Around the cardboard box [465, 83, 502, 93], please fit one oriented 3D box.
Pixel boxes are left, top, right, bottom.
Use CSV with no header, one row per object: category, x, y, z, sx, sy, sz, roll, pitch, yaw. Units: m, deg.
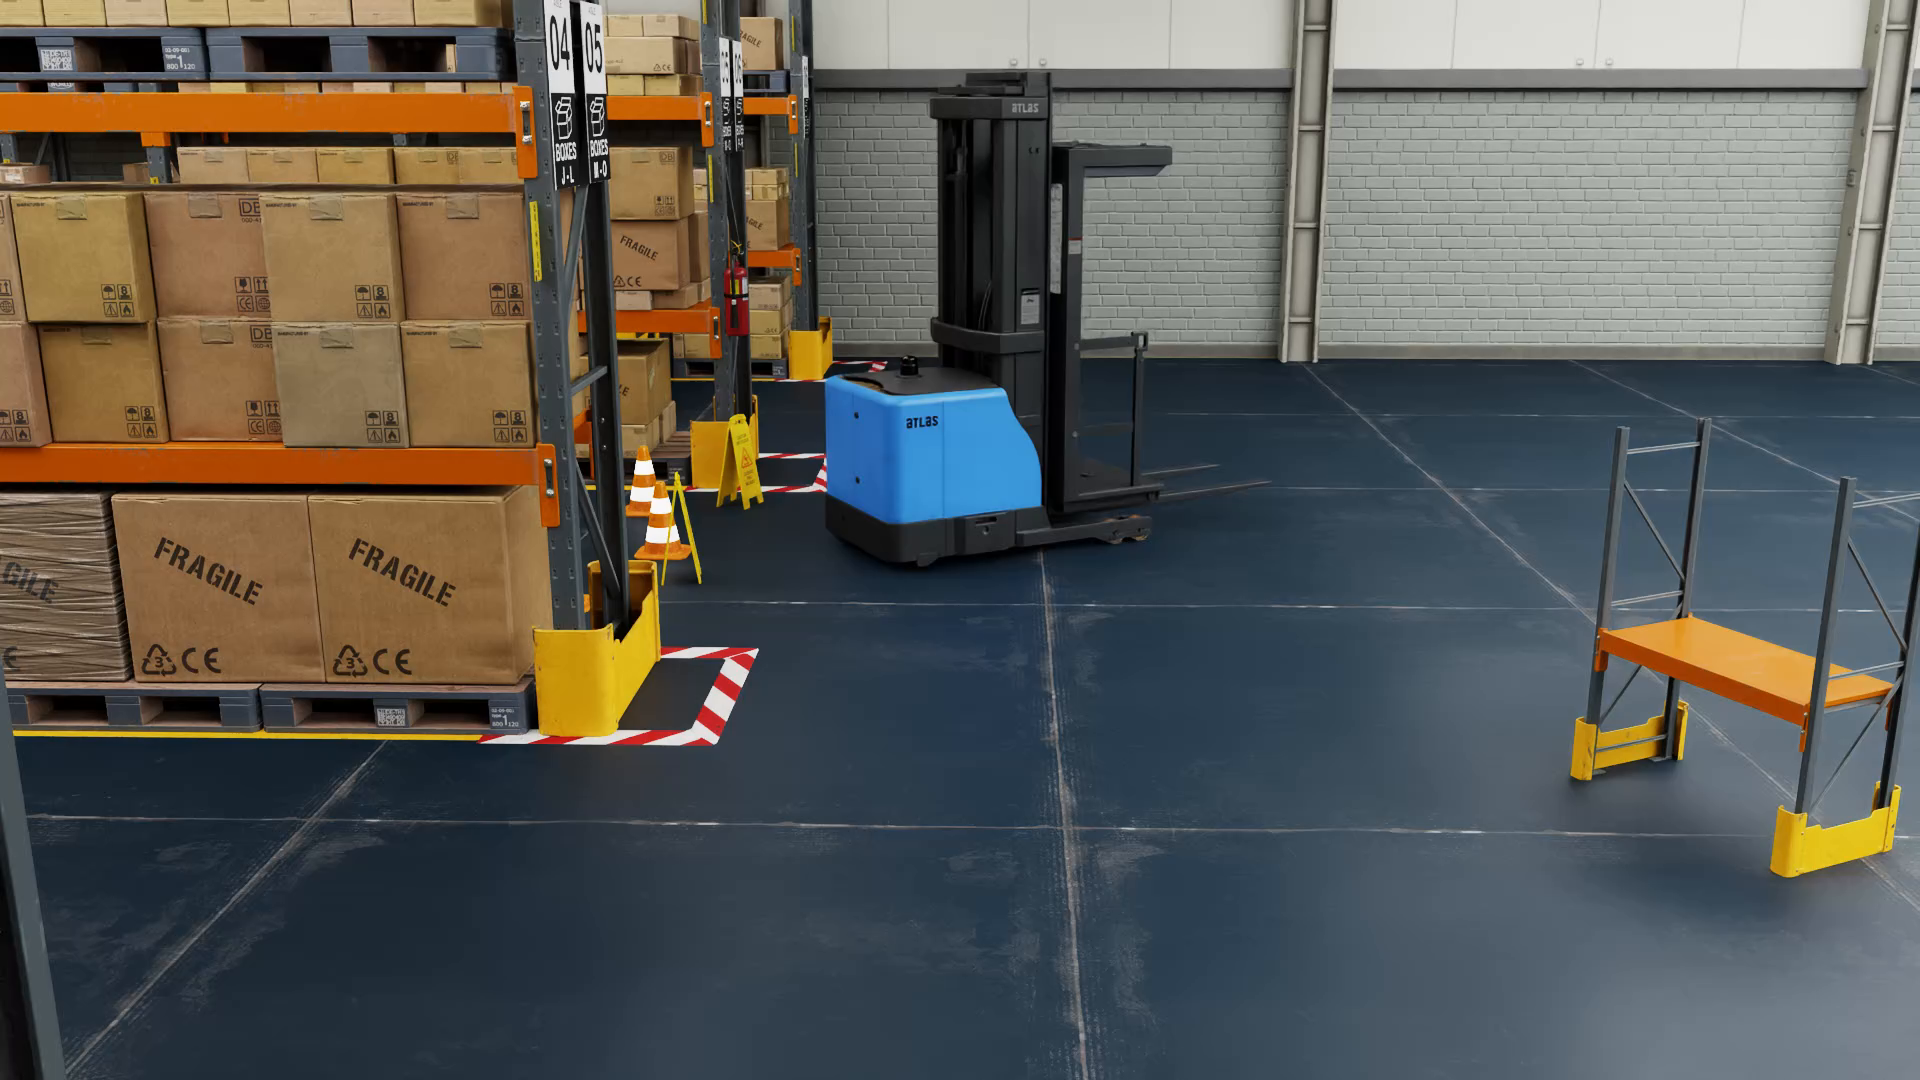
cardboard box,-3.365,-3.252,11.900,0.250,0.149,0.380,0,15,0

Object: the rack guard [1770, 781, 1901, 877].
rack guard,3.290,1.083,6.244,0.587,0.250,0.087,-7,16,-24

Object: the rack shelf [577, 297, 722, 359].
rack shelf,-3.721,-1.642,12.595,4.000,0.370,1.077,0,15,1

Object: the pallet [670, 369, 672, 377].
pallet,-3.581,-1.898,17.618,1.213,0.211,1.003,0,15,1

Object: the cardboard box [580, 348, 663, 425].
cardboard box,-2.530,-1.152,12.423,0.500,0.500,0.500,0,15,2

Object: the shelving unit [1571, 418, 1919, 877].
shelving unit,3.079,0.364,6.521,0.587,1.500,1.083,-7,16,-24

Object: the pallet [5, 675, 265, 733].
pallet,-3.765,0.640,7.999,1.213,0.211,1.003,0,15,1

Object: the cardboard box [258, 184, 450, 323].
cardboard box,-2.670,-1.301,7.481,0.550,0.550,0.875,0,15,1

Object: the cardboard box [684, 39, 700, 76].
cardboard box,-2.218,-3.570,12.322,0.500,0.250,0.500,0,15,0

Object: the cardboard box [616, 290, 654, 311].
cardboard box,-2.358,-1.777,12.187,0.250,0.149,0.380,0,15,1

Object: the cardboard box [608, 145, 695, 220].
cardboard box,-2.238,-2.600,12.077,0.500,0.500,0.700,0,15,0

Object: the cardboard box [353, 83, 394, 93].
cardboard box,-4.129,-3.237,11.840,0.250,0.149,0.380,0,15,0

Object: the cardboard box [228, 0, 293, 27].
cardboard box,-2.850,-2.215,6.950,0.250,0.149,0.380,1,15,2

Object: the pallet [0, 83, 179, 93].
pallet,-6.335,-3.394,12.312,1.003,0.211,1.213,0,15,1

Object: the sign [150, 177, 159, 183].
sign,-5.731,-2.421,11.868,0.005,0.325,0.100,0,15,1

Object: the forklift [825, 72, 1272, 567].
forklift,0.670,-1.499,10.778,3.031,2.935,1.130,-8,17,-27

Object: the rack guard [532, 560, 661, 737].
rack guard,-1.724,0.495,7.985,0.348,0.500,1.175,0,15,1

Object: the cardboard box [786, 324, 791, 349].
cardboard box,-2.085,-2.170,17.750,0.500,0.250,0.500,0,15,2

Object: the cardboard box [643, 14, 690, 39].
cardboard box,-2.068,-3.618,11.724,0.250,0.149,0.380,1,15,2

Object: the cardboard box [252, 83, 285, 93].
cardboard box,-4.905,-3.278,11.997,0.250,0.149,0.380,0,15,1

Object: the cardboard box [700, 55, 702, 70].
cardboard box,-2.435,-4.751,16.562,0.250,0.149,0.380,0,15,0

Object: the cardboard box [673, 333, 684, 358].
cardboard box,-3.074,-2.050,17.297,0.500,0.250,0.500,1,15,2

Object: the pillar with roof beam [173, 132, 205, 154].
pillar with roof beam,-8.380,-5.319,13.362,0.400,9.000,9.100,0,15,1

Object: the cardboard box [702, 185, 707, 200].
cardboard box,-2.467,-3.547,16.937,0.250,0.149,0.380,1,15,2

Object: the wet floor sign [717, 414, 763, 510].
wet floor sign,-1.560,-0.565,11.715,0.232,0.644,0.267,6,16,21

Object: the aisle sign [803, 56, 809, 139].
aisle sign,-1.541,-4.425,16.634,0.004,0.787,0.394,0,15,1

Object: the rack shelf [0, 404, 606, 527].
rack shelf,-3.747,-0.379,7.808,4.000,0.370,1.077,0,15,1

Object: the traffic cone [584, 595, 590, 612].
traffic cone,-2.242,0.147,9.376,0.334,0.463,0.336,0,15,1

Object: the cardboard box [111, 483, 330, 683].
cardboard box,-3.307,0.118,7.856,0.875,0.875,0.875,0,15,1

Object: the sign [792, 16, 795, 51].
sign,-1.627,-4.945,16.242,0.005,0.325,0.100,0,15,1

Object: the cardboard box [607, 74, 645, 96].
cardboard box,-2.335,-3.230,11.816,0.250,0.149,0.380,0,15,2

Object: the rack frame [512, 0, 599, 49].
rack frame,-1.748,-3.615,6.901,0.127,3.000,1.000,0,15,1

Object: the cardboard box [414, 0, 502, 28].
cardboard box,-2.089,-2.210,6.930,0.250,0.149,0.380,0,15,1

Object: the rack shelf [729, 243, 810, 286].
rack shelf,-3.598,-2.908,17.393,4.000,0.370,1.077,0,15,1

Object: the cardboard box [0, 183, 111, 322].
cardboard box,-4.289,-1.311,7.518,0.550,0.550,0.875,0,15,1

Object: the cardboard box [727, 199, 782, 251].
cardboard box,-2.098,-3.227,16.997,0.500,0.500,0.500,0,15,0

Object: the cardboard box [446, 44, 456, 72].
cardboard box,-3.767,-3.442,11.836,0.500,0.250,0.500,1,15,2

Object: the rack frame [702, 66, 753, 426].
rack frame,-1.722,-1.977,12.454,0.127,3.000,1.000,0,15,1

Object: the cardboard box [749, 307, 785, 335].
cardboard box,-2.094,-2.282,17.195,0.500,0.250,0.500,0,15,1

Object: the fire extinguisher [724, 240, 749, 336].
fire extinguisher,-1.619,-1.821,12.015,0.183,0.674,0.296,0,15,1

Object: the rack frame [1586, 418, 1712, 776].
rack frame,2.868,0.248,6.958,0.500,1.500,0.032,-7,16,-24

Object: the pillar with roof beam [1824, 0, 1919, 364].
pillar with roof beam,9.614,-5.202,12.917,0.400,9.000,9.100,0,15,1

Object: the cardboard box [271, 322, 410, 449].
cardboard box,-2.670,-0.775,7.605,0.550,0.550,0.875,0,15,1

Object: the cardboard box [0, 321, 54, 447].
cardboard box,-4.290,-0.782,7.630,0.550,0.550,0.875,0,15,1

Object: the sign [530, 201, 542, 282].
sign,-1.775,-1.250,6.964,0.005,0.325,0.100,0,15,1

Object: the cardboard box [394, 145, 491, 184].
cardboard box,-3.752,-2.621,12.156,0.500,0.500,0.700,0,15,1

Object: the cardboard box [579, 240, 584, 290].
cardboard box,-2.772,-2.107,12.167,0.500,0.500,0.500,0,15,2

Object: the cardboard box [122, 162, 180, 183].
cardboard box,-6.182,-2.805,12.719,0.250,0.149,0.380,0,15,1

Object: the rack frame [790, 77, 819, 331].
rack frame,-1.599,-3.243,17.252,0.127,3.000,1.000,0,15,1

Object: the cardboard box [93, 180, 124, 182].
cardboard box,-9.002,-3.733,17.643,0.250,0.149,0.380,1,15,3

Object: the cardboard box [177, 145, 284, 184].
cardboard box,-5.287,-2.621,12.154,0.500,0.500,0.700,0,15,1

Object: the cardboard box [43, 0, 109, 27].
cardboard box,-3.613,-2.220,6.968,0.250,0.149,0.380,1,15,2

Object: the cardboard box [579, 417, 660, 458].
cardboard box,-2.561,-0.787,12.511,0.500,0.250,0.500,0,15,1

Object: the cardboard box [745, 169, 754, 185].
cardboard box,-2.210,-3.691,16.899,0.250,0.149,0.380,0,15,2

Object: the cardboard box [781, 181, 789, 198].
cardboard box,-1.932,-3.673,17.415,0.250,0.149,0.380,0,15,0
